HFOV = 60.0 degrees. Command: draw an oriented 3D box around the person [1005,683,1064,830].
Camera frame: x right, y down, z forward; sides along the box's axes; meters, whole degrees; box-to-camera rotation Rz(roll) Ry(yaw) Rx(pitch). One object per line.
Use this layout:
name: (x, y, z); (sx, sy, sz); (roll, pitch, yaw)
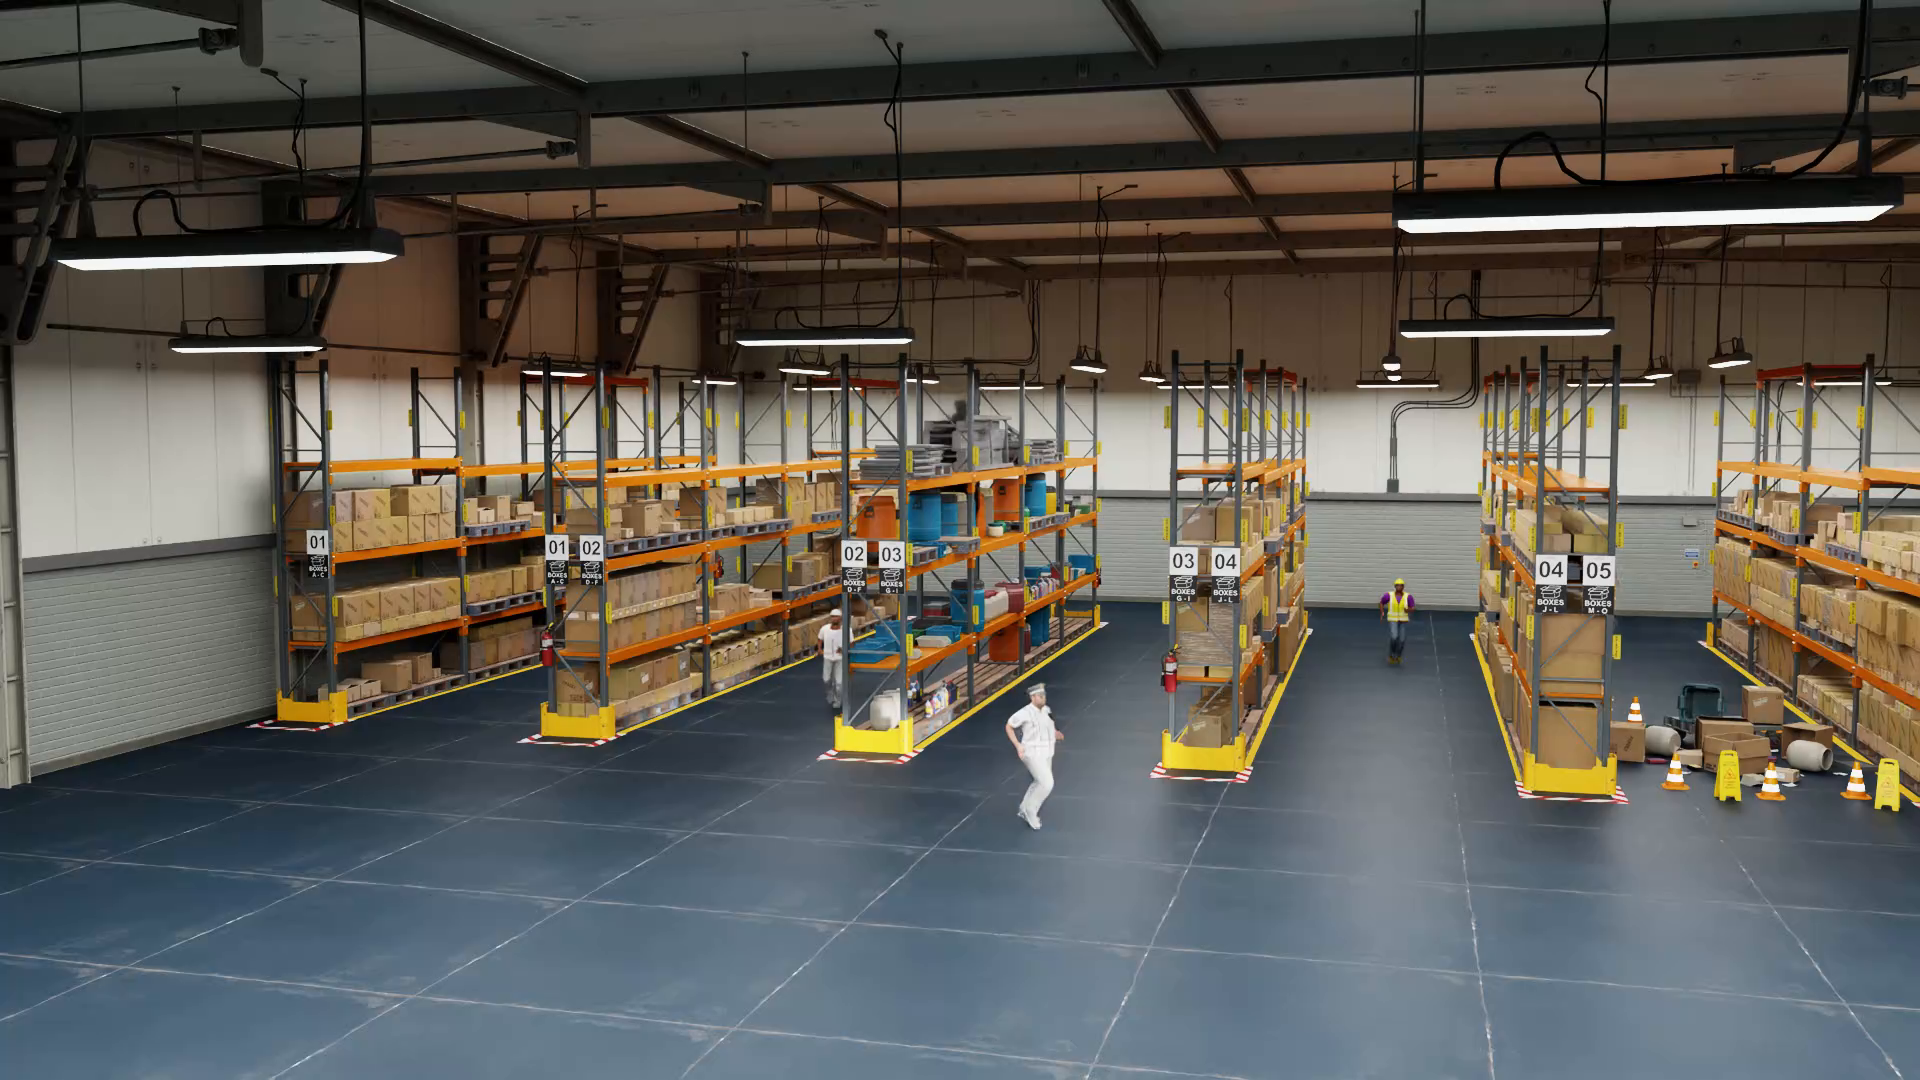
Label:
person: (0.975, 2.658, 20.452); (0.713, 1.796, 0.636); (3, 5, 39)

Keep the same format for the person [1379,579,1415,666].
person: (8.948, 1.683, 33.975); (0.672, 1.785, 0.720); (0, 4, 5)

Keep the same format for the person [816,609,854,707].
person: (-2.183, 2.059, 28.841); (0.690, 1.721, 0.597); (0, 4, 7)
